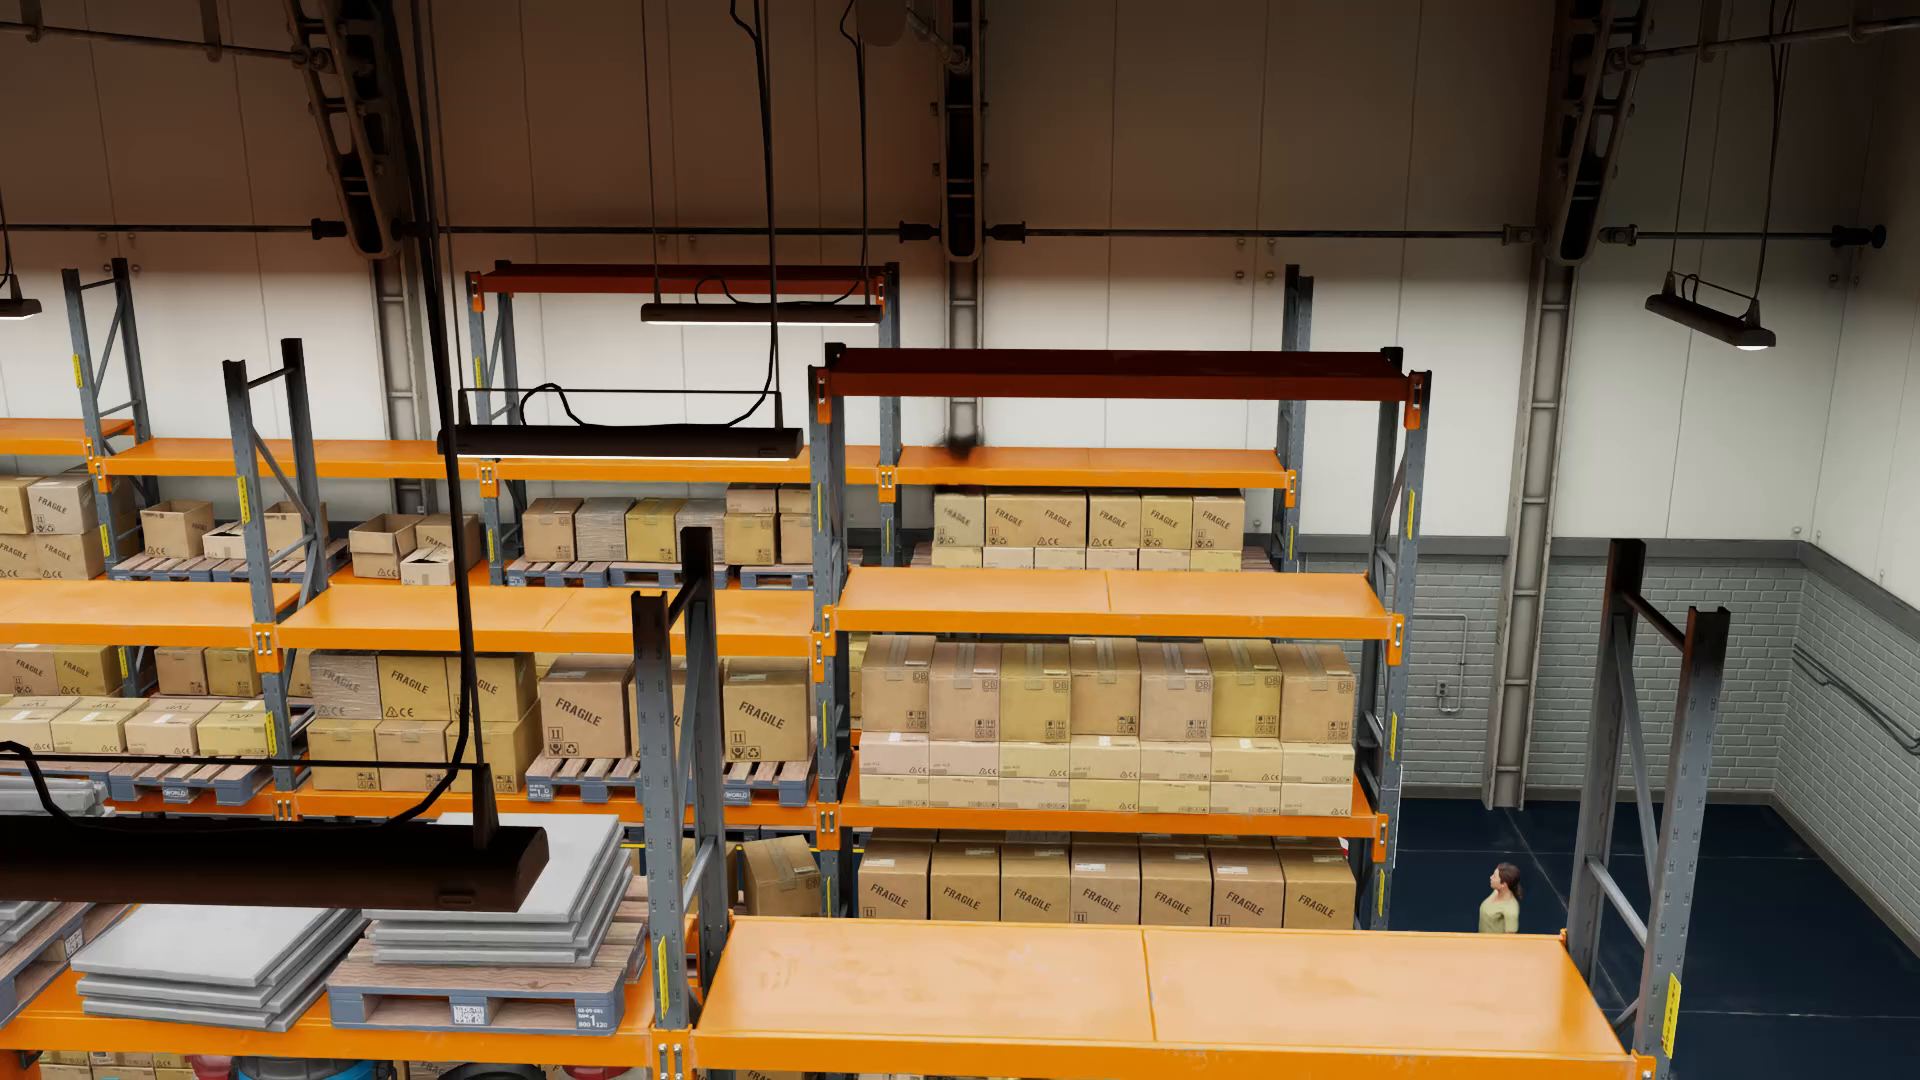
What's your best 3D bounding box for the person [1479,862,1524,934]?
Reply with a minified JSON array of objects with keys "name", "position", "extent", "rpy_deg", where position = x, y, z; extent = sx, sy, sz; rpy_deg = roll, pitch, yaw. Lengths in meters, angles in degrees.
[{"name":"person","position":[4.342,3.445,13.780],"extent":[0.553,1.675,0.500],"rpy_deg":[-2,16,-8]}]
